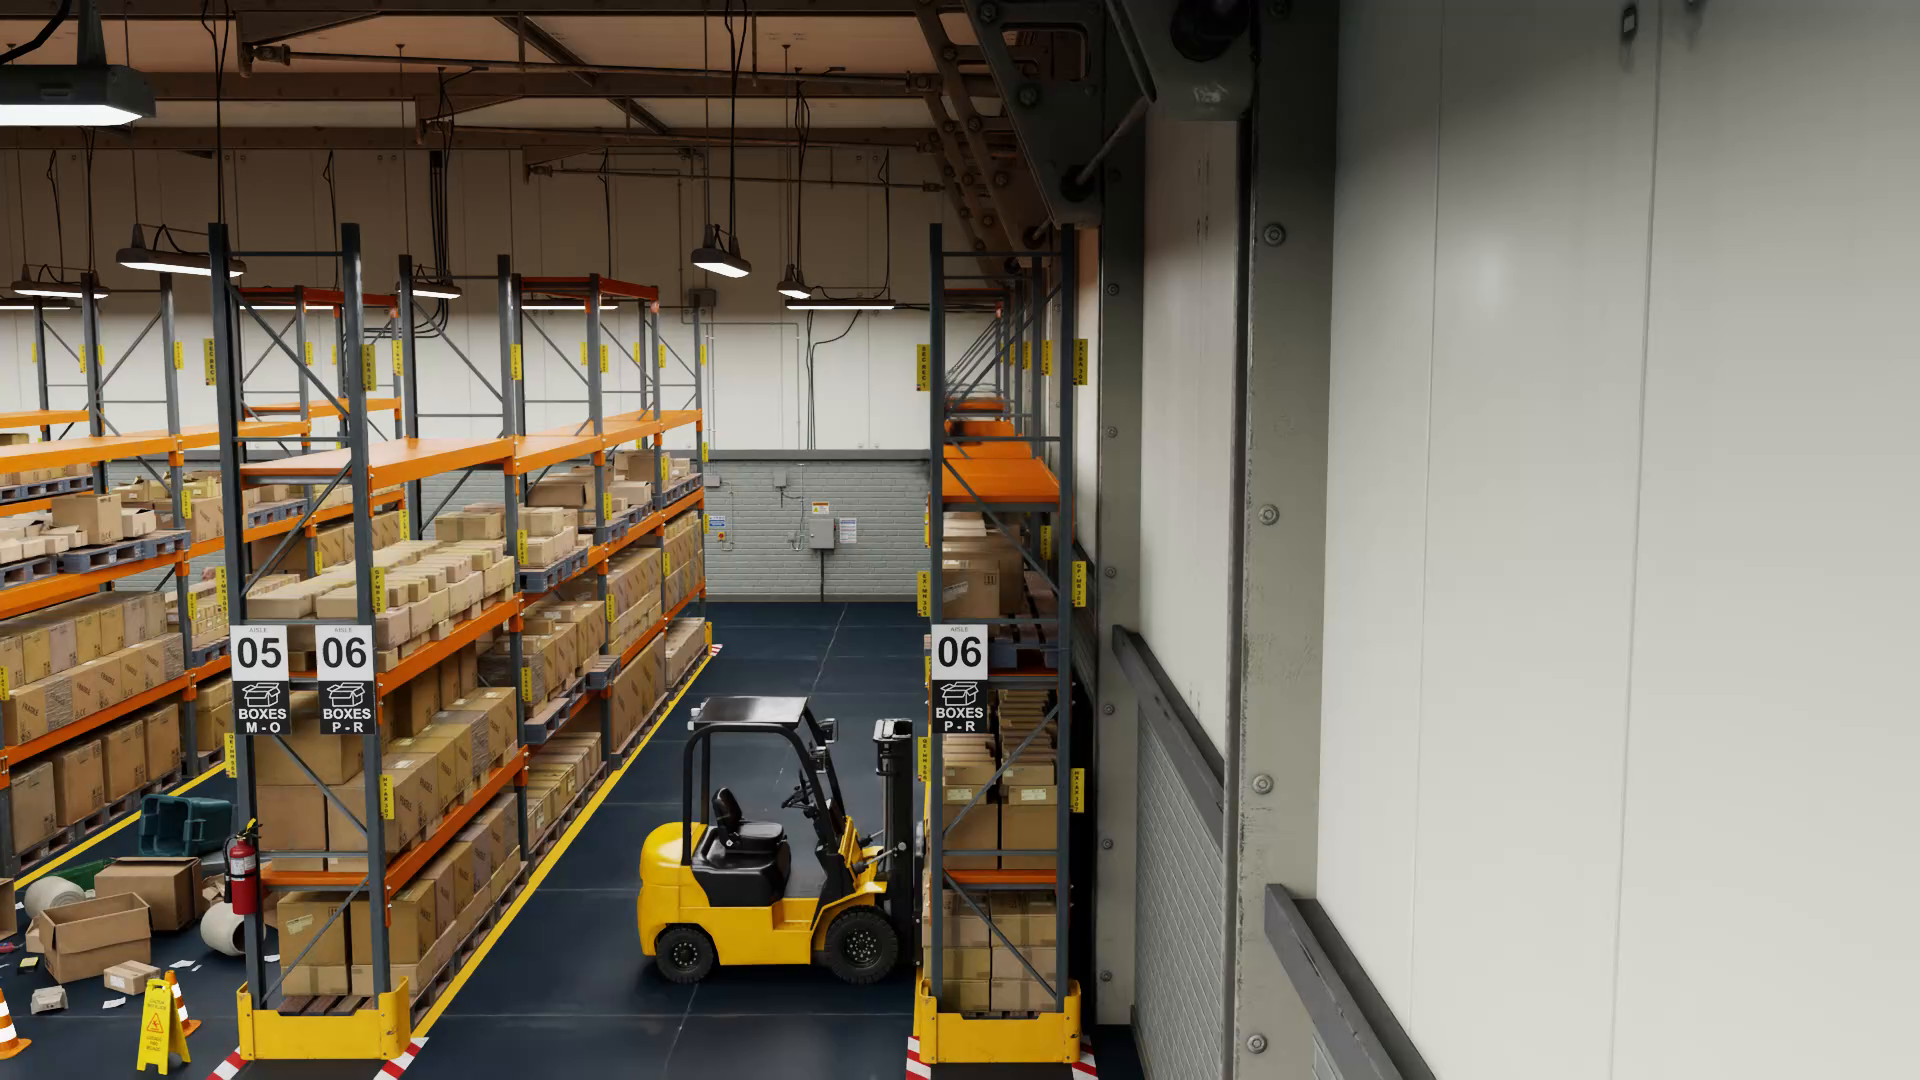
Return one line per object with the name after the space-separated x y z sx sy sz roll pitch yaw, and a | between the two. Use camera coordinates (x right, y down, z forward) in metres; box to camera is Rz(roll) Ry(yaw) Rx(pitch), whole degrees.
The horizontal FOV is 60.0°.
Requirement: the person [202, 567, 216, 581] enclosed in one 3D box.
-11.522 1.286 25.749 0.727 1.784 0.918 1 7 6 | person
